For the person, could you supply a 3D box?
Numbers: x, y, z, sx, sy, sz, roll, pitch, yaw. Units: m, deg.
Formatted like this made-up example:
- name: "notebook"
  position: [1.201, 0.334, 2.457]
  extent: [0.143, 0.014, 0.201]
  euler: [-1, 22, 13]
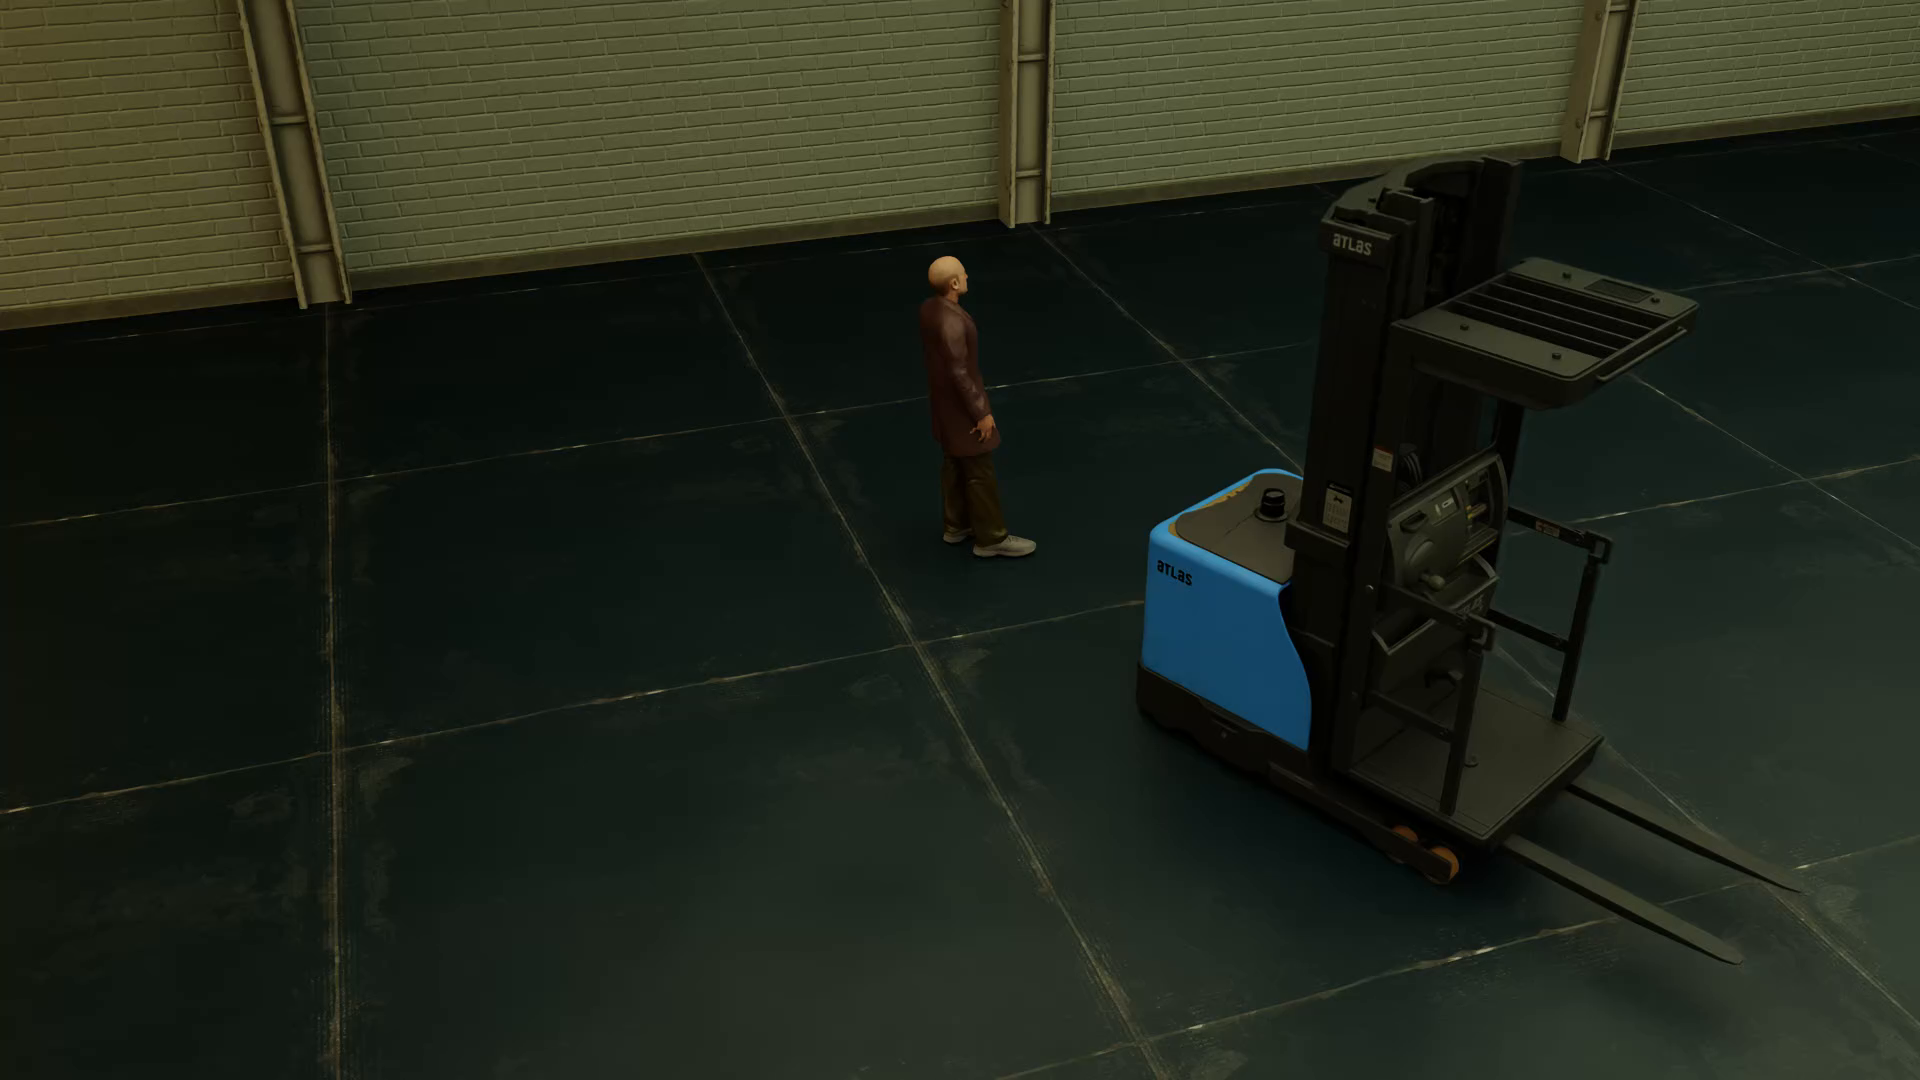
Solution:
- name: "person"
  position: [0.088, -0.790, 9.601]
  extent: [0.579, 1.777, 0.698]
  euler: [-10, 31, -16]

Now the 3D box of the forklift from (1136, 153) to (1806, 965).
- name: "forklift"
  position: [2.285, -0.038, 7.153]
  extent: [1.130, 2.935, 3.031]
  euler: [-26, 39, -37]
